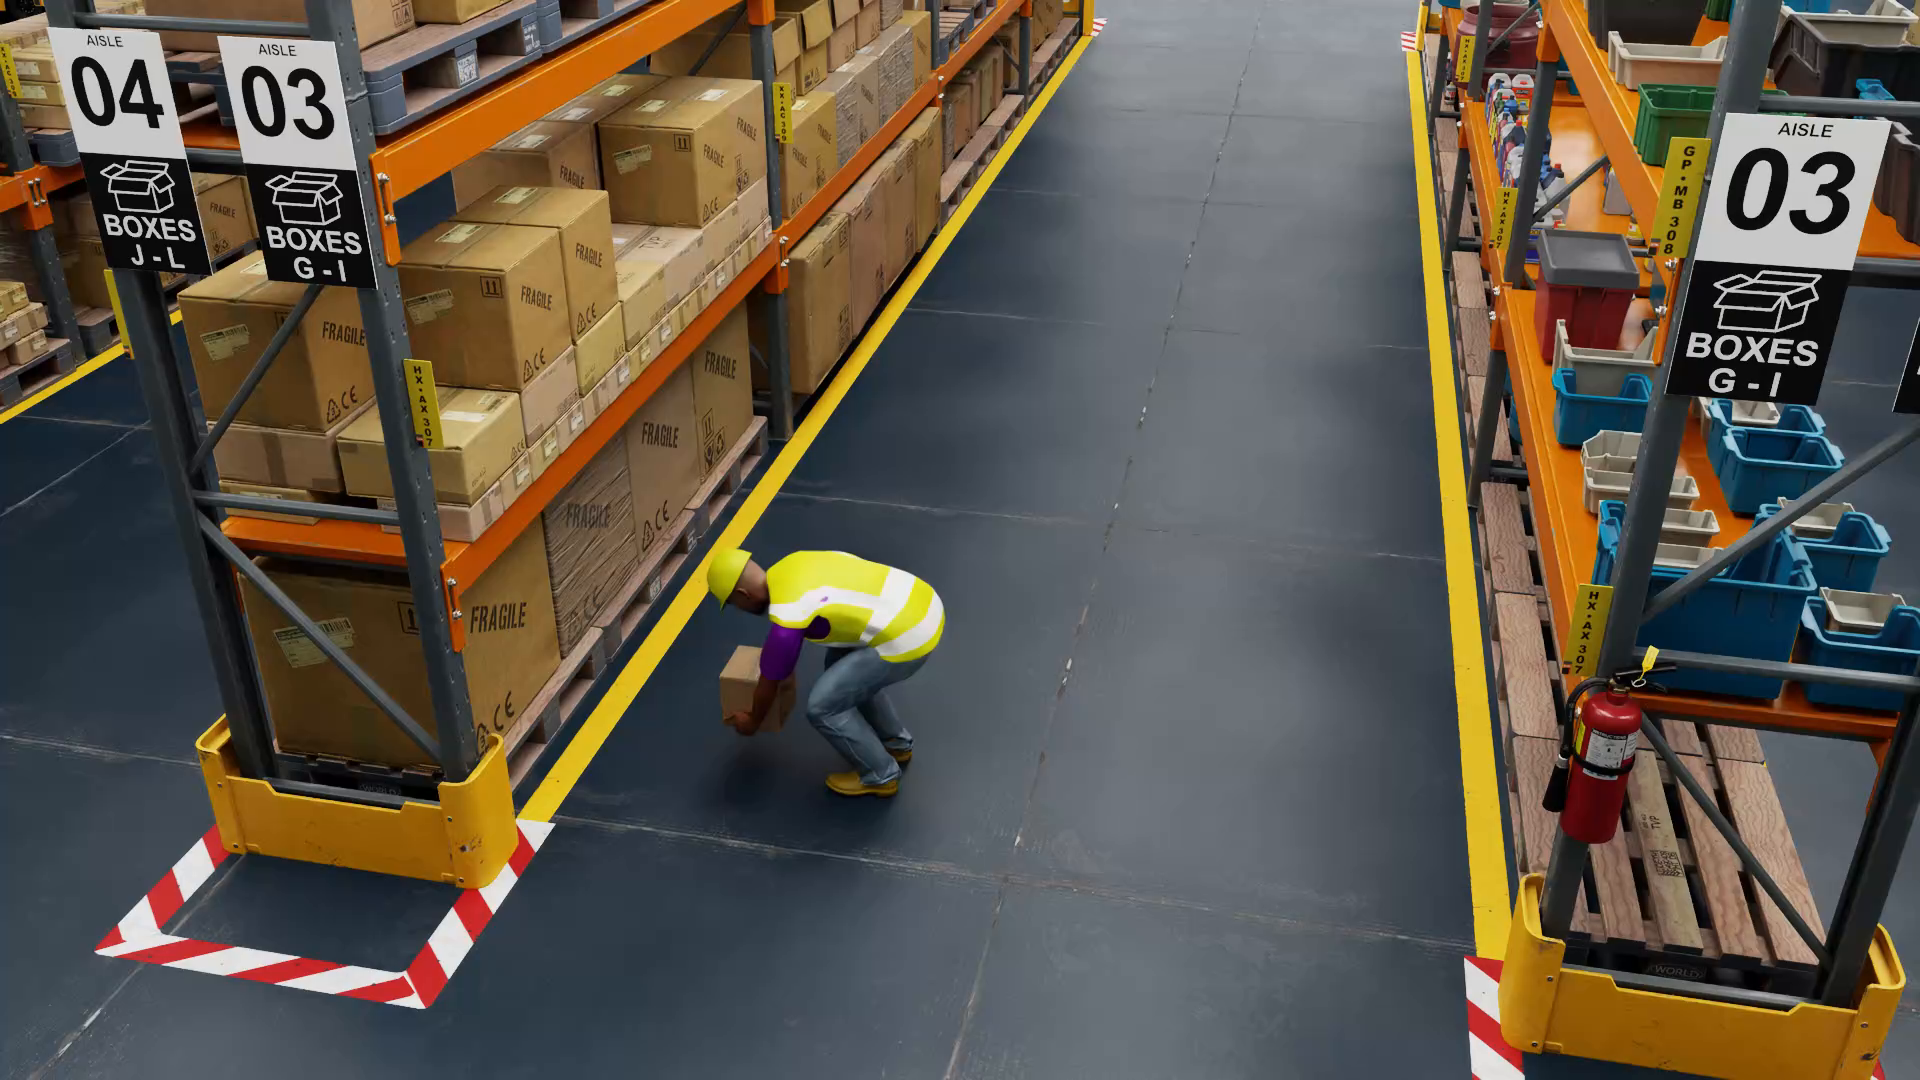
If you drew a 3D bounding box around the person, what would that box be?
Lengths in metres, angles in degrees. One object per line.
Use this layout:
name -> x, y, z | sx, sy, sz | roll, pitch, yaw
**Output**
person -> -0.550, 0.526, 6.895 | 0.966, 1.039, 0.518 | 5, 29, 8
